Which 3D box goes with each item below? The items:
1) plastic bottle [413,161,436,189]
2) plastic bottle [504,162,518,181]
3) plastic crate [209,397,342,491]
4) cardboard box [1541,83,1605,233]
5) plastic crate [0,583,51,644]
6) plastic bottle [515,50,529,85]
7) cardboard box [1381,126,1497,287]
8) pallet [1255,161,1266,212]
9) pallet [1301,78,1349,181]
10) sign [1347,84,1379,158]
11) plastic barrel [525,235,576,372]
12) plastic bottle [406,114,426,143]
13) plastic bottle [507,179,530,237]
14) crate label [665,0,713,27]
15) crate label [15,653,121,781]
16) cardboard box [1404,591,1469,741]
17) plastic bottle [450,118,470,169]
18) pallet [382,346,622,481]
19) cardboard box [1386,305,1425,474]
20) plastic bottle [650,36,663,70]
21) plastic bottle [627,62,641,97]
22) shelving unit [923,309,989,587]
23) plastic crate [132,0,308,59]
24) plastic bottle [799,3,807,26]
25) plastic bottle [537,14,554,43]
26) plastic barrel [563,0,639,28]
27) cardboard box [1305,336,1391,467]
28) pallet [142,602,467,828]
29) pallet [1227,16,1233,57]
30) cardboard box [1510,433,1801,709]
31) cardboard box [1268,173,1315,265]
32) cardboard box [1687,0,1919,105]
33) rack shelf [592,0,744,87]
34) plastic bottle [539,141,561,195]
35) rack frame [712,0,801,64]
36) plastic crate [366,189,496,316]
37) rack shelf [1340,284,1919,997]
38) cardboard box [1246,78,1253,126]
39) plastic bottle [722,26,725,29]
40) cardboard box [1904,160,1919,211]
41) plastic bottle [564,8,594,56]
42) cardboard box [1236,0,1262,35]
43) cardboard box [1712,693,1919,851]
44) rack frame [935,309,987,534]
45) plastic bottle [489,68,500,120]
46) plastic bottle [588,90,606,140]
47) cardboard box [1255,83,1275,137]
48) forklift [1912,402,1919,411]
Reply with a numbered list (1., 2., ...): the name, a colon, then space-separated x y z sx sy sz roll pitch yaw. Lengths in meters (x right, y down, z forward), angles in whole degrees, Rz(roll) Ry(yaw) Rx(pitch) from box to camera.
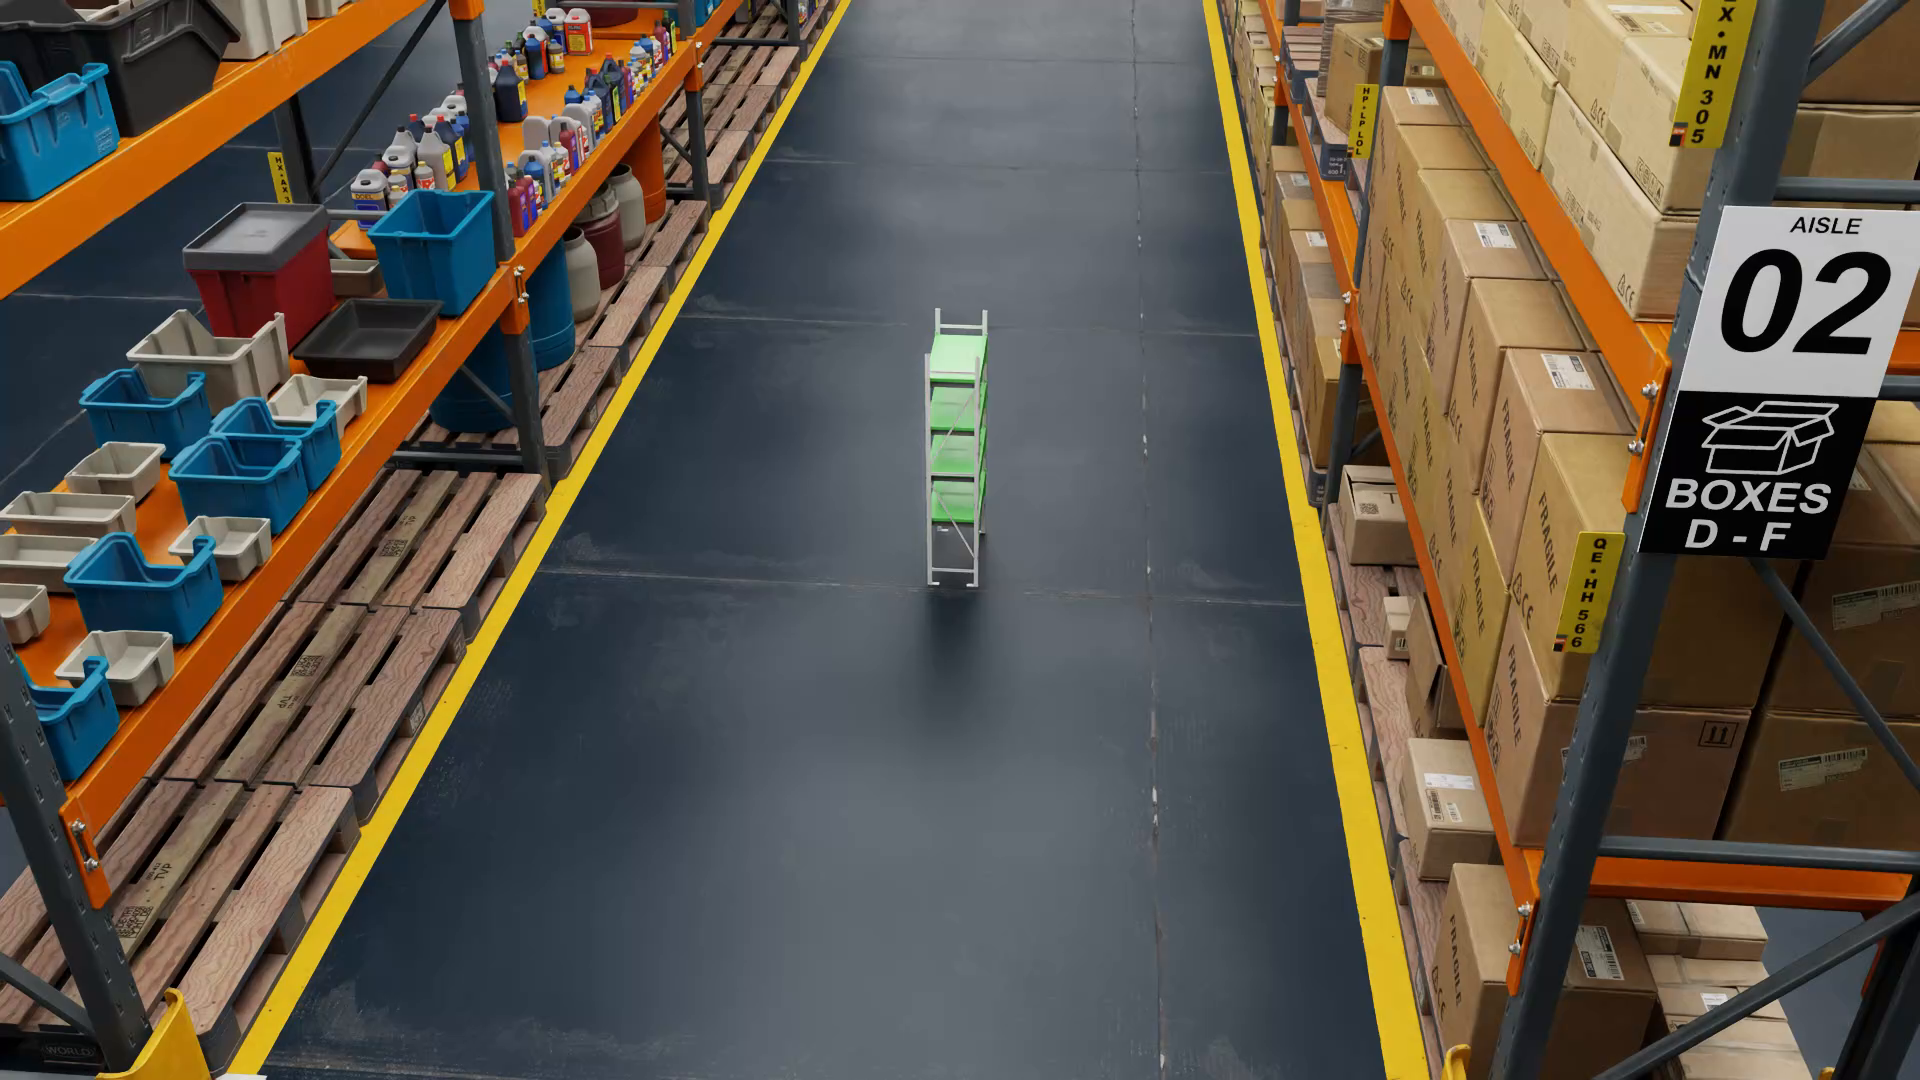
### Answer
1. plastic bottle: -2.763 -1.852 8.585 0.097 0.201 0.097 0 32 0
2. plastic bottle: -2.307 -1.849 8.581 0.097 0.201 0.097 0 32 0
3. plastic crate: -2.475 -0.344 6.052 0.416 0.233 0.300 2 32 4
4. cardboard box: 1.813 -0.970 4.249 0.500 0.250 0.500 2 32 4
5. plastic crate: -3.068 0.223 5.223 0.396 0.136 0.243 2 32 4
6. plastic bottle: -2.746 -2.944 10.358 0.097 0.201 0.097 0 32 0
7. cardboard box: 1.948 -1.272 6.406 0.500 0.500 0.500 2 32 2
8. pallet: 2.739 -2.641 12.334 1.003 0.211 1.213 2 32 4
9. pallet: 2.480 -2.300 9.307 1.003 0.211 1.213 2 32 4
10. sign: 1.754 -1.822 7.244 0.100 0.325 0.005 2 32 4
11. plastic barrel: -2.510 -1.461 9.361 0.600 0.901 0.708 2 32 4
12. plastic bottle: -2.865 -2.091 8.831 0.144 0.351 0.185 2 32 4
13. plastic bottle: -2.174 -1.645 8.171 0.061 0.283 0.133 2 32 4
14. crate label: -1.895 -3.746 11.628 0.303 0.233 0.416 2 32 4
15. crate label: -2.606 0.501 4.680 0.416 0.233 0.303 2 32 4
16. cardboard box: 2.160 0.551 6.458 0.797 0.503 0.637 2 32 4
17. plastic bottle: -2.722 -2.145 8.995 0.097 0.271 0.097 0 32 0
18. pallet: -2.524 -0.736 9.243 1.003 0.211 1.213 2 32 4
19. cardboard box: 1.913 -0.566 6.214 0.500 0.500 0.500 2 32 4
20. plastic bottle: -1.957 -3.118 10.640 0.097 0.201 0.097 0 32 0
21. plastic bottle: -2.005 -2.813 10.144 0.097 0.201 0.097 0 32 0
22. shelving unit: -0.013 -0.424 7.795 0.258 1.200 0.503 2 32 4
23. plastic crate: -2.466 -1.802 5.568 0.437 0.282 0.530 2 32 4
24. plastic bottle: -1.498 -4.955 15.678 0.097 0.201 0.097 0 32 0
25. plastic bottle: -2.697 -3.286 10.846 0.097 0.271 0.097 0 32 0
26. plastic barrel: -2.567 -3.926 11.632 0.600 0.536 0.708 2 32 4
27. cardboard box: 2.062 -0.701 8.492 0.500 0.500 0.500 2 32 4
28. pallet: -2.747 0.692 6.926 1.003 0.211 1.213 2 32 4
29. pallet: 3.066 -4.718 15.704 1.003 0.211 1.213 2 32 4
30. cardboard box: 1.744 0.071 4.227 0.500 0.500 0.500 2 32 4
31. cardboard box: 2.275 -2.022 10.636 0.500 0.500 0.500 1 32 2
32. cardboard box: 2.008 -1.230 3.480 0.700 0.500 0.500 2 32 4
33. rack shelf: -2.140 -4.352 13.139 1.077 0.370 4.000 2 32 4
34. plastic bottle: -2.145 -1.943 8.666 0.097 0.271 0.097 0 32 0
35. rack frame: -1.977 -5.704 14.647 1.000 3.000 0.127 2 32 4
36. plastic crate: -2.327 -1.281 7.428 0.392 0.384 0.575 2 32 4
37. rack shelf: 2.145 0.045 6.004 1.077 0.370 4.000 2 32 4
38. cardboard box: 2.555 -3.494 13.282 0.500 0.250 0.500 3 32 5
39. plastic bottle: -2.258 -4.903 15.595 0.097 0.201 0.097 0 32 0
40. cardboard box: 2.284 -0.899 3.658 0.500 0.250 0.500 2 32 4
41. plastic bottle: -2.509 -3.341 10.930 0.152 0.276 0.135 2 32 4
42. cardboard box: 2.677 -4.532 14.431 0.500 0.311 0.500 3 32 4
43. cardboard box: 2.281 0.521 4.451 0.500 0.500 0.500 3 32 5
44. rack frame: 0.006 -0.552 8.002 0.240 1.200 0.015 2 32 4
45. plastic bottle: -2.773 -2.622 9.764 0.152 0.276 0.135 2 32 4
46. plastic bottle: -2.072 -2.408 9.421 0.097 0.271 0.097 0 32 0
47. cardboard box: 2.467 -3.203 12.274 0.500 0.311 0.500 2 32 3
48. forklift: 5.392 -0.963 7.018 3.031 2.935 1.130 -4 32 -6
